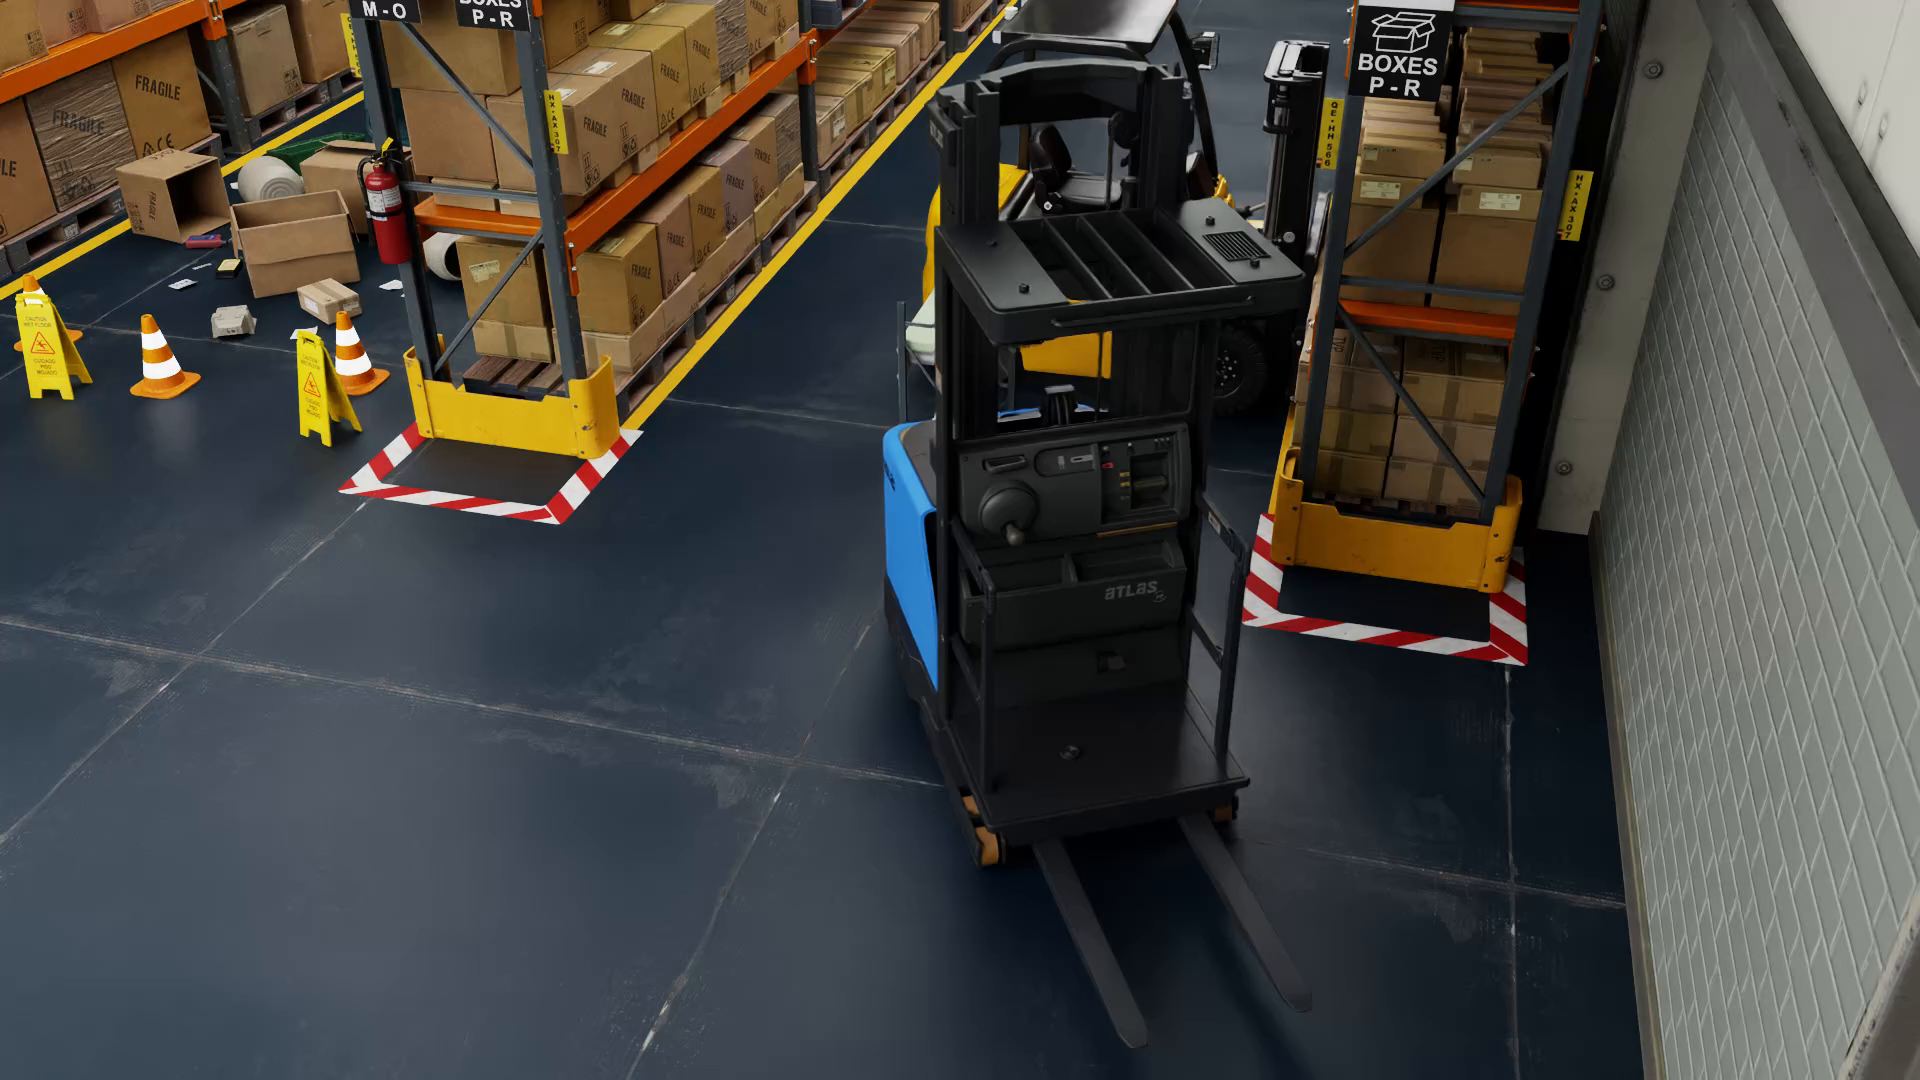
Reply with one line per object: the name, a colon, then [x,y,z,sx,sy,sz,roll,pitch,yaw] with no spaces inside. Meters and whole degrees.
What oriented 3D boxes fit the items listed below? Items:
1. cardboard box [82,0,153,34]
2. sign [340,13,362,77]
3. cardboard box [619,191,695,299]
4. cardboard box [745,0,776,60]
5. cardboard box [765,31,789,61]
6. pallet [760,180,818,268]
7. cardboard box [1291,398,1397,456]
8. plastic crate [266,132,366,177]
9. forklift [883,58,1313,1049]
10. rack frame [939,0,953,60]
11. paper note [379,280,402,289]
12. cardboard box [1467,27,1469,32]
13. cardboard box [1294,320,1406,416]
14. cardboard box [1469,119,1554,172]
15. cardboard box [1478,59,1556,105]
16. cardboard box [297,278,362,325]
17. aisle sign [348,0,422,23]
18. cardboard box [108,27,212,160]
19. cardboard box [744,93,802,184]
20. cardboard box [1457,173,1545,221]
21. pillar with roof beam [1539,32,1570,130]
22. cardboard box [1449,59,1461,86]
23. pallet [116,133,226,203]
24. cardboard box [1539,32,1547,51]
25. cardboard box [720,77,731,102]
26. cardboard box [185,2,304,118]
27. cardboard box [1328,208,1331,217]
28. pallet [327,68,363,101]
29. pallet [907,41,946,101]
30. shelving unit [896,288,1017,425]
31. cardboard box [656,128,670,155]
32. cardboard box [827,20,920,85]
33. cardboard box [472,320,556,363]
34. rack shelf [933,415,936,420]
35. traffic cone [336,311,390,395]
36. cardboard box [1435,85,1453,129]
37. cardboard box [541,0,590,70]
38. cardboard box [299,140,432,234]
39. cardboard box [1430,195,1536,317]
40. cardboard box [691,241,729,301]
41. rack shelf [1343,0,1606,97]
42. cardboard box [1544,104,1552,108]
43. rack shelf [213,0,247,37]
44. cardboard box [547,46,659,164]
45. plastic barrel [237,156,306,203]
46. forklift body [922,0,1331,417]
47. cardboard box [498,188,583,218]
cardboard box: [-6.594,-4.125,12.303,0.875,0.550,0.550,8,33,12]
sign: [-3.127,-2.554,8.598,0.100,0.325,0.005,8,33,12]
cardboard box: [-1.989,-1.845,10.329,0.500,0.500,0.500,7,33,11]
cardboard box: [-1.577,-3.557,11.179,0.500,0.500,0.500,9,34,14]
cardboard box: [-1.424,-3.477,11.658,0.380,0.149,0.250,9,33,13]
pallet: [-1.717,-2.392,12.316,1.003,0.211,1.213,8,33,12]
cardboard box: [2.028,-0.695,8.754,0.500,0.250,0.500,8,33,12]
plastic crate: [-5.171,-3.113,13.418,0.662,0.188,0.450,-28,32,-37]
forklift: [0.511,-0.158,6.266,1.130,2.935,3.031,-8,33,-13]
rack frame: [-0.565,-5.998,15.389,1.000,3.000,0.127,8,33,12]
paper note: [-3.920,-1.770,11.517,0.148,0.019,0.142,20,38,29]
cardboard box: [3.283,-3.092,10.119,0.380,0.149,0.250,9,33,14]
cardboard box: [2.022,-0.893,8.598,0.500,0.250,0.500,9,34,14]
cardboard box: [2.627,-1.889,7.950,0.380,0.149,0.250,9,34,14]
cardboard box: [2.933,-2.419,8.784,0.380,0.149,0.250,7,33,11]
cardboard box: [-4.217,-1.598,11.125,0.380,0.149,0.250,28,42,36]
aisle sign: [-2.892,-2.951,8.173,0.394,0.787,0.004,8,33,12]
cardboard box: [-6.621,-3.507,13.060,0.875,0.875,0.875,9,33,13]
cardboard box: [-1.471,-2.912,12.007,0.500,0.500,0.500,8,33,12]
cardboard box: [2.544,-1.629,7.819,0.380,0.149,0.250,7,33,11]
pillar with roof beam: [0.614,-7.643,12.384,9.100,9.000,0.400,8,33,12]
cardboard box: [3.119,-2.497,9.788,0.500,0.500,0.500,7,33,11]
pallet: [-6.663,-2.983,13.245,1.003,0.211,1.213,8,33,12]
cardboard box: [3.187,-2.949,9.618,0.380,0.149,0.250,7,33,12]
cardboard box: [-1.716,-2.951,10.831,0.380,0.149,0.250,7,33,12]
cardboard box: [-6.323,-4.106,14.118,1.050,0.750,0.750,8,33,12]
cardboard box: [2.541,-1.955,10.269,0.500,0.250,0.500,9,34,14]
pallet: [-5.963,-4.413,15.494,1.003,0.211,1.213,8,33,12]
pallet: [-0.765,-4.416,15.499,1.003,0.211,1.213,8,33,12]
shelving unit: [-0.002,-0.629,8.342,0.431,1.500,0.755,8,33,12]
cardboard box: [-1.971,-2.412,9.983,0.380,0.149,0.250,9,34,14]
cardboard box: [-0.898,-4.390,14.918,0.950,0.372,0.625,7,33,11]
cardboard box: [-2.644,-1.332,10.220,0.500,0.250,0.500,8,33,12]
rack shelf: [-0.002,-0.354,8.517,0.431,0.370,0.720,8,33,12]
traffic cone: [-3.734,-1.175,10.166,0.336,0.463,0.334,8,33,12]
cardboard box: [2.302,-2.219,8.470,0.380,0.149,0.250,8,33,13]
cardboard box: [-2.541,-2.992,9.359,0.700,0.500,0.500,8,33,13]
cardboard box: [-4.369,-2.593,12.233,0.797,0.637,0.503,8,33,12]
cardboard box: [2.601,-1.434,8.117,0.500,0.500,0.500,9,34,14]
cardboard box: [-1.860,-1.793,10.946,0.500,0.250,0.500,10,34,16]
rack shelf: [2.714,-3.173,8.819,1.077,0.370,4.000,8,33,12]
cardboard box: [2.939,-2.287,8.853,0.380,0.149,0.250,9,34,14]
rack shelf: [-5.886,-5.278,14.927,1.077,0.370,4.000,8,33,12]
cardboard box: [-2.079,-2.491,9.503,0.500,0.500,0.500,9,34,14]
plastic barrel: [-5.198,-2.659,12.538,0.421,0.421,0.512,-21,38,-29]
forklift body: [0.923,-2.047,9.965,2.313,2.155,1.214,8,33,12]
cardboard box: [-2.309,-1.888,9.159,0.380,0.149,0.250,8,33,13]
